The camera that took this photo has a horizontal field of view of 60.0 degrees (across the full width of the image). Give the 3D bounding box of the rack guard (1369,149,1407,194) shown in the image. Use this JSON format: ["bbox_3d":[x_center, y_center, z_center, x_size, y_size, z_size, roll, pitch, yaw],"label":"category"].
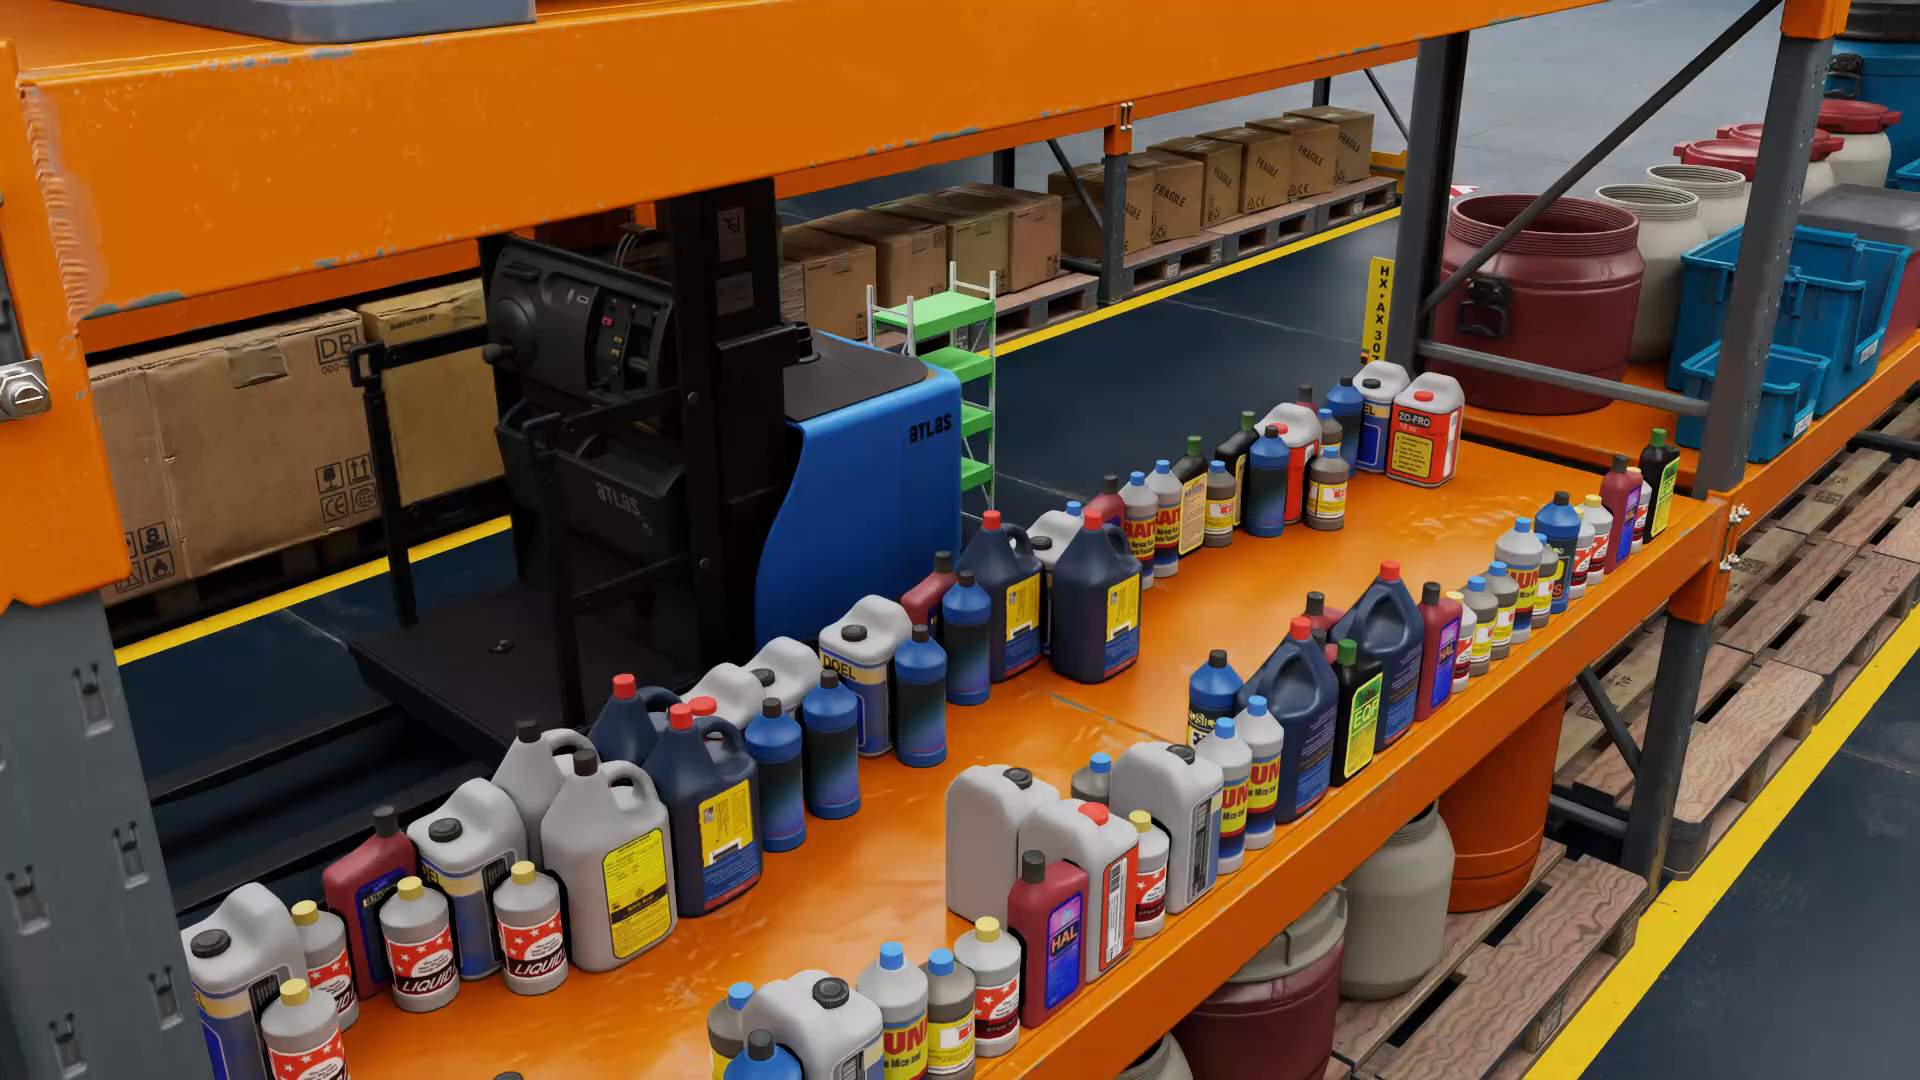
[{"bbox_3d":[3.244,-3.062,13.469,1.175,0.500,0.348,20,31,38],"label":"rack guard"}]

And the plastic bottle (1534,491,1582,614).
[{"bbox_3d":[1.317,0.022,3.692,0.097,0.271,0.097,0,24,0],"label":"plastic bottle"}]

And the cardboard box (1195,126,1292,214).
[{"bbox_3d":[2.060,-2.714,12.179,0.500,0.500,0.500,-21,31,-38],"label":"cardboard box"}]

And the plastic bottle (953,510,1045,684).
[{"bbox_3d":[0.079,0.100,3.421,0.144,0.351,0.185,20,31,38],"label":"plastic bottle"}]

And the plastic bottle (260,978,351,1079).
[{"bbox_3d":[-0.898,0.693,2.281,0.097,0.201,0.097,0,24,0],"label":"plastic bottle"}]

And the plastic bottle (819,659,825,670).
[{"bbox_3d":[-0.276,0.316,3.122,0.097,0.201,0.097,0,24,0],"label":"plastic bottle"}]

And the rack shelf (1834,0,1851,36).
[{"bbox_3d":[2.979,-2.086,5.449,1.077,0.370,4.000,20,31,38],"label":"rack shelf"}]

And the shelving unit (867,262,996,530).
[{"bbox_3d":[-0.110,-0.497,6.892,0.258,1.200,0.503,20,31,38],"label":"shelving unit"}]

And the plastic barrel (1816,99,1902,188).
[{"bbox_3d":[3.512,-1.485,6.730,0.433,0.535,0.433,0,24,0],"label":"plastic barrel"}]

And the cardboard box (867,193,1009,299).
[{"bbox_3d":[-0.133,-1.746,9.996,0.700,0.500,0.500,20,31,37],"label":"cardboard box"}]

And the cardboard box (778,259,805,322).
[{"bbox_3d":[-1.251,-1.231,8.846,0.700,0.500,0.500,17,29,33],"label":"cardboard box"}]

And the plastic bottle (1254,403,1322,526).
[{"bbox_3d":[0.806,-0.195,4.170,0.152,0.276,0.135,20,31,38],"label":"plastic bottle"}]

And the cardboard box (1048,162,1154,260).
[{"bbox_3d":[0.922,-2.169,10.964,0.500,0.500,0.500,19,30,36],"label":"cardboard box"}]

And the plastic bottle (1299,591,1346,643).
[{"bbox_3d":[0.698,0.222,3.231,0.061,0.283,0.133,20,31,38],"label":"plastic bottle"}]

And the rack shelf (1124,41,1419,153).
[{"bbox_3d":[1.960,-3.288,11.797,1.077,0.370,4.000,20,31,38],"label":"rack shelf"}]

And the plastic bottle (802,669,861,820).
[{"bbox_3d":[-0.228,0.355,2.949,0.097,0.271,0.097,0,24,0],"label":"plastic bottle"}]

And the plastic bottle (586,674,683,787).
[{"bbox_3d":[-0.532,0.379,2.798,0.144,0.351,0.185,20,31,38],"label":"plastic bottle"}]

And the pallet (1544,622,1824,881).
[{"bbox_3d":[2.190,0.611,5.630,1.003,0.211,1.213,20,31,38],"label":"pallet"}]

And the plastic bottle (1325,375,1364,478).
[{"bbox_3d":[1.017,-0.306,4.424,0.097,0.271,0.097,0,24,0],"label":"plastic bottle"}]

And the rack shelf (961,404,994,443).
[{"bbox_3d":[-0.110,-0.439,6.918,0.258,0.148,0.480,20,31,38],"label":"rack shelf"}]

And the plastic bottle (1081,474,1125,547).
[{"bbox_3d":[0.309,0.000,3.726,0.061,0.283,0.133,20,31,38],"label":"plastic bottle"}]

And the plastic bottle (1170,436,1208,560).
[{"bbox_3d":[0.528,-0.100,3.949,0.061,0.283,0.133,20,31,38],"label":"plastic bottle"}]

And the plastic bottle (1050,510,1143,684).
[{"bbox_3d":[0.282,0.100,3.420,0.144,0.351,0.185,20,31,38],"label":"plastic bottle"}]

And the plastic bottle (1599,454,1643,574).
[{"bbox_3d":[1.538,-0.073,3.889,0.061,0.283,0.133,20,31,38],"label":"plastic bottle"}]

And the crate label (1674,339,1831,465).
[{"bbox_3d":[2.204,-0.386,4.649,0.303,0.233,0.416,20,31,38],"label":"crate label"}]

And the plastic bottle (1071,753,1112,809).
[{"bbox_3d":[0.234,0.455,2.812,0.097,0.201,0.097,0,24,0],"label":"plastic bottle"}]

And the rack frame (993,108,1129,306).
[{"bbox_3d":[0.625,-3.007,10.291,1.000,3.000,0.127,20,31,38],"label":"rack frame"}]

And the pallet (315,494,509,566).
[{"bbox_3d":[-2.627,-0.297,7.654,1.003,0.211,1.213,20,31,38],"label":"pallet"}]

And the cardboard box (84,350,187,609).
[{"bbox_3d":[-3.706,-0.265,6.258,1.225,0.875,0.875,19,30,36],"label":"cardboard box"}]

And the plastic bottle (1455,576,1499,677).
[{"bbox_3d":[1.057,0.173,3.442,0.097,0.201,0.097,0,24,0],"label":"plastic bottle"}]

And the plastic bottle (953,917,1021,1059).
[{"bbox_3d":[0.039,0.637,2.405,0.097,0.201,0.097,0,24,0],"label":"plastic bottle"}]

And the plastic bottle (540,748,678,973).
[{"bbox_3d":[-0.548,0.475,2.585,0.144,0.351,0.185,20,31,38],"label":"plastic bottle"}]

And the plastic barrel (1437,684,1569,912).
[{"bbox_3d":[1.330,0.516,4.572,0.600,0.830,0.708,20,31,38],"label":"plastic barrel"}]

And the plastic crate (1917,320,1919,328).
[{"bbox_3d":[3.362,-0.951,5.963,0.450,0.188,0.662,20,31,38],"label":"plastic crate"}]

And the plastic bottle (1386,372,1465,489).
[{"bbox_3d":[1.228,-0.295,4.392,0.152,0.276,0.135,20,31,38],"label":"plastic bottle"}]

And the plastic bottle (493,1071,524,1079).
[{"bbox_3d":[-0.522,0.774,1.918,0.144,0.351,0.185,20,31,38],"label":"plastic bottle"}]

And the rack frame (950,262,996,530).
[{"bbox_3d":[0.052,-0.571,7.058,0.240,1.200,0.015,20,31,38],"label":"rack frame"}]

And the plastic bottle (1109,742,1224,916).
[{"bbox_3d":[0.340,0.449,2.733,0.152,0.276,0.135,20,31,38],"label":"plastic bottle"}]

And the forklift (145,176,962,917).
[{"bbox_3d":[-1.359,-0.659,5.137,1.130,2.935,3.031,21,32,39],"label":"forklift"}]

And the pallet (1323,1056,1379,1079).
[{"bbox_3d":[0.335,1.458,3.741,1.003,0.211,1.213,20,31,38],"label":"pallet"}]

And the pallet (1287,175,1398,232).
[{"bbox_3d":[2.676,-2.693,12.997,1.003,0.211,1.213,20,31,38],"label":"pallet"}]

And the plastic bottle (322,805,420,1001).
[{"bbox_3d":[-0.883,0.544,2.512,0.061,0.283,0.133,20,31,38],"label":"plastic bottle"}]

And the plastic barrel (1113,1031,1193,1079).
[{"bbox_3d":[0.266,1.202,3.431,0.421,0.512,0.421,0,24,0],"label":"plastic barrel"}]

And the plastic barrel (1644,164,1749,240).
[{"bbox_3d":[2.453,-0.987,5.649,0.421,0.512,0.421,0,24,0],"label":"plastic barrel"}]

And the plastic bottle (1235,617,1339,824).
[{"bbox_3d":[0.579,0.308,2.956,0.144,0.351,0.185,20,31,38],"label":"plastic bottle"}]

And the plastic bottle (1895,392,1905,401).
[{"bbox_3d":[4.636,-0.883,8.252,0.144,0.351,0.185,20,31,38],"label":"plastic bottle"}]

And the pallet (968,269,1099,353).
[{"bbox_3d":[0.107,-1.497,10.332,1.003,0.211,1.213,20,31,38],"label":"pallet"}]

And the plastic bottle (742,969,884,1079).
[{"bbox_3d":[-0.189,0.691,2.195,0.152,0.276,0.135,20,31,38],"label":"plastic bottle"}]
